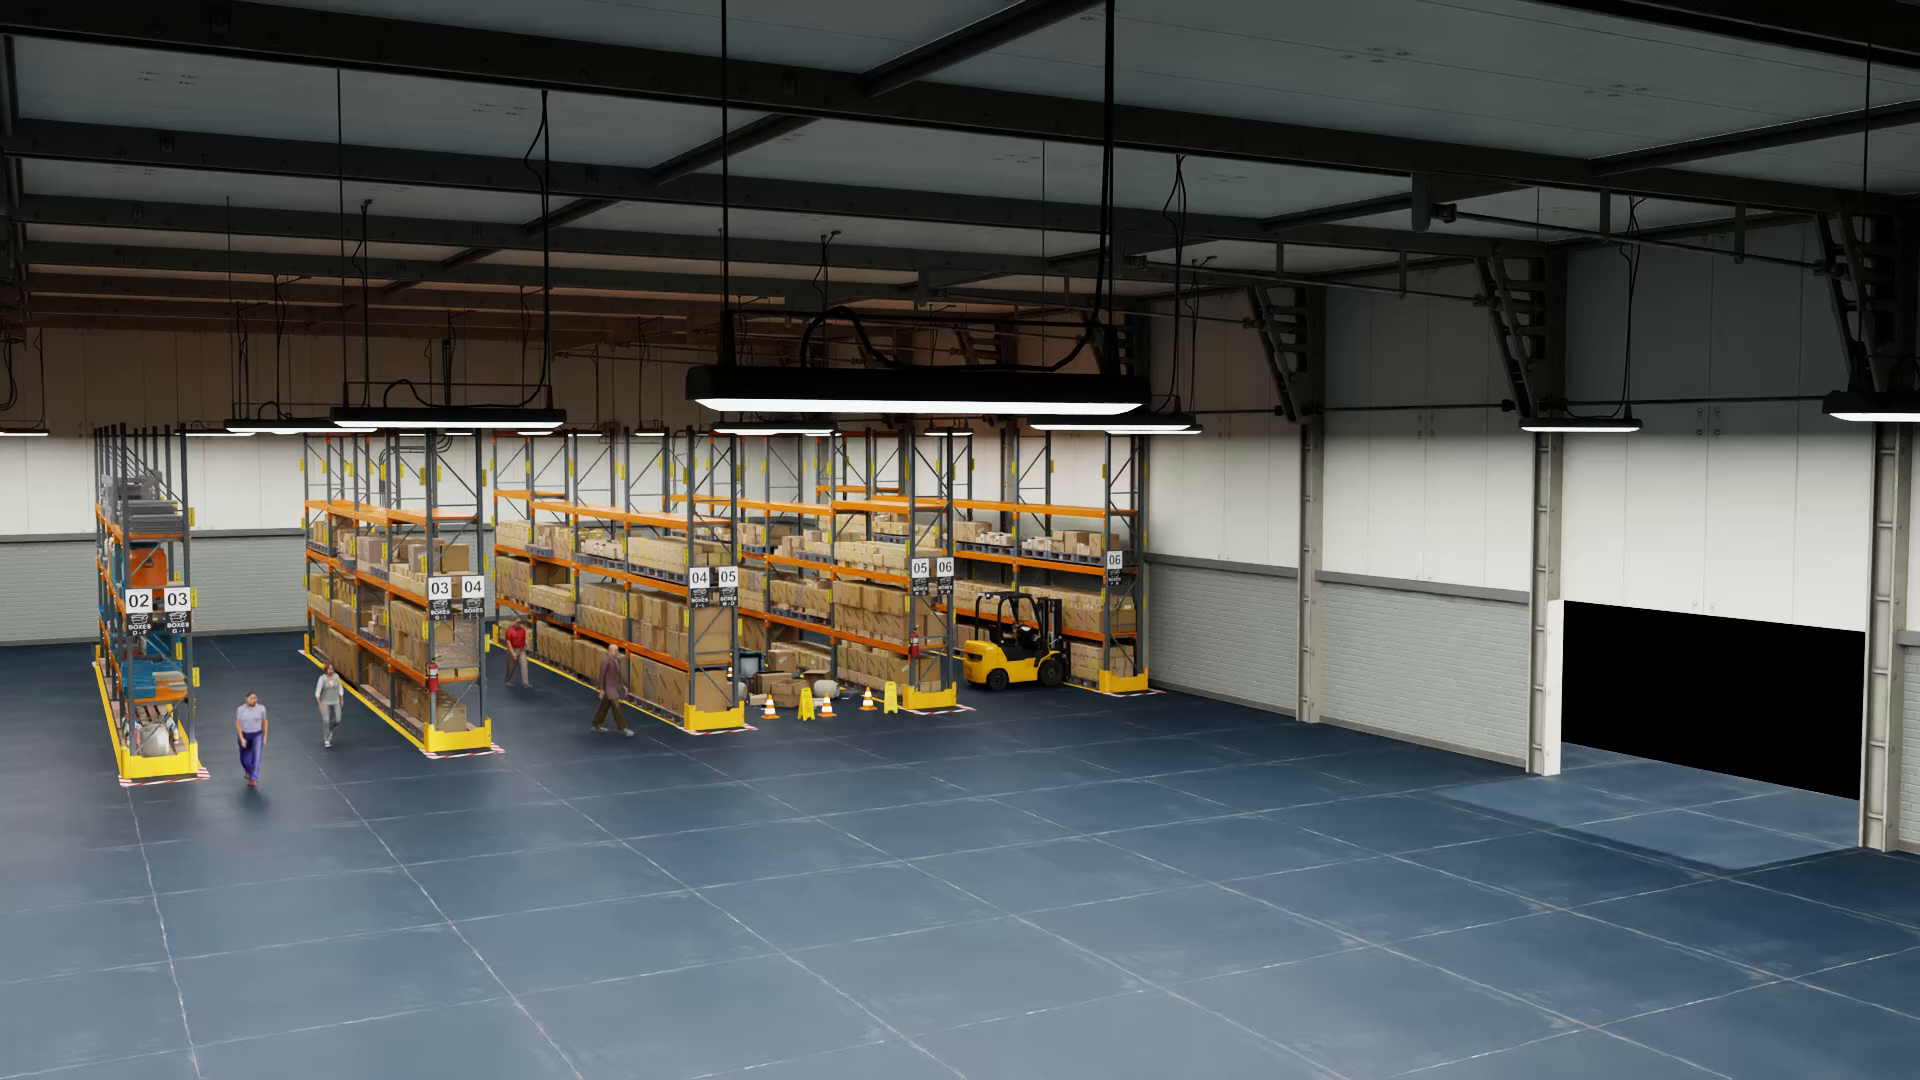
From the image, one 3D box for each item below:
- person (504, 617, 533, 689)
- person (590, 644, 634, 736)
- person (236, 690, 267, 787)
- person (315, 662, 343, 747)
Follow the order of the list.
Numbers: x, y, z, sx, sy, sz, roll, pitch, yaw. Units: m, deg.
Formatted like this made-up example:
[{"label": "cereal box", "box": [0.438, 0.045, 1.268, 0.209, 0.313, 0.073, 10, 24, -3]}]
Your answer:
[{"label": "person", "box": [-10.123, 2.583, 38.072, 0.532, 1.648, 1.100, -3, 4, -39]}, {"label": "person", "box": [-6.709, 2.905, 32.172, 1.040, 1.674, 0.614, 1, 4, 12]}, {"label": "person", "box": [-11.724, 3.274, 27.507, 0.466, 1.545, 1.115, -1, 4, -16]}, {"label": "person", "box": [-11.821, 3.069, 31.136, 0.501, 1.568, 0.474, -2, 4, -34]}]
